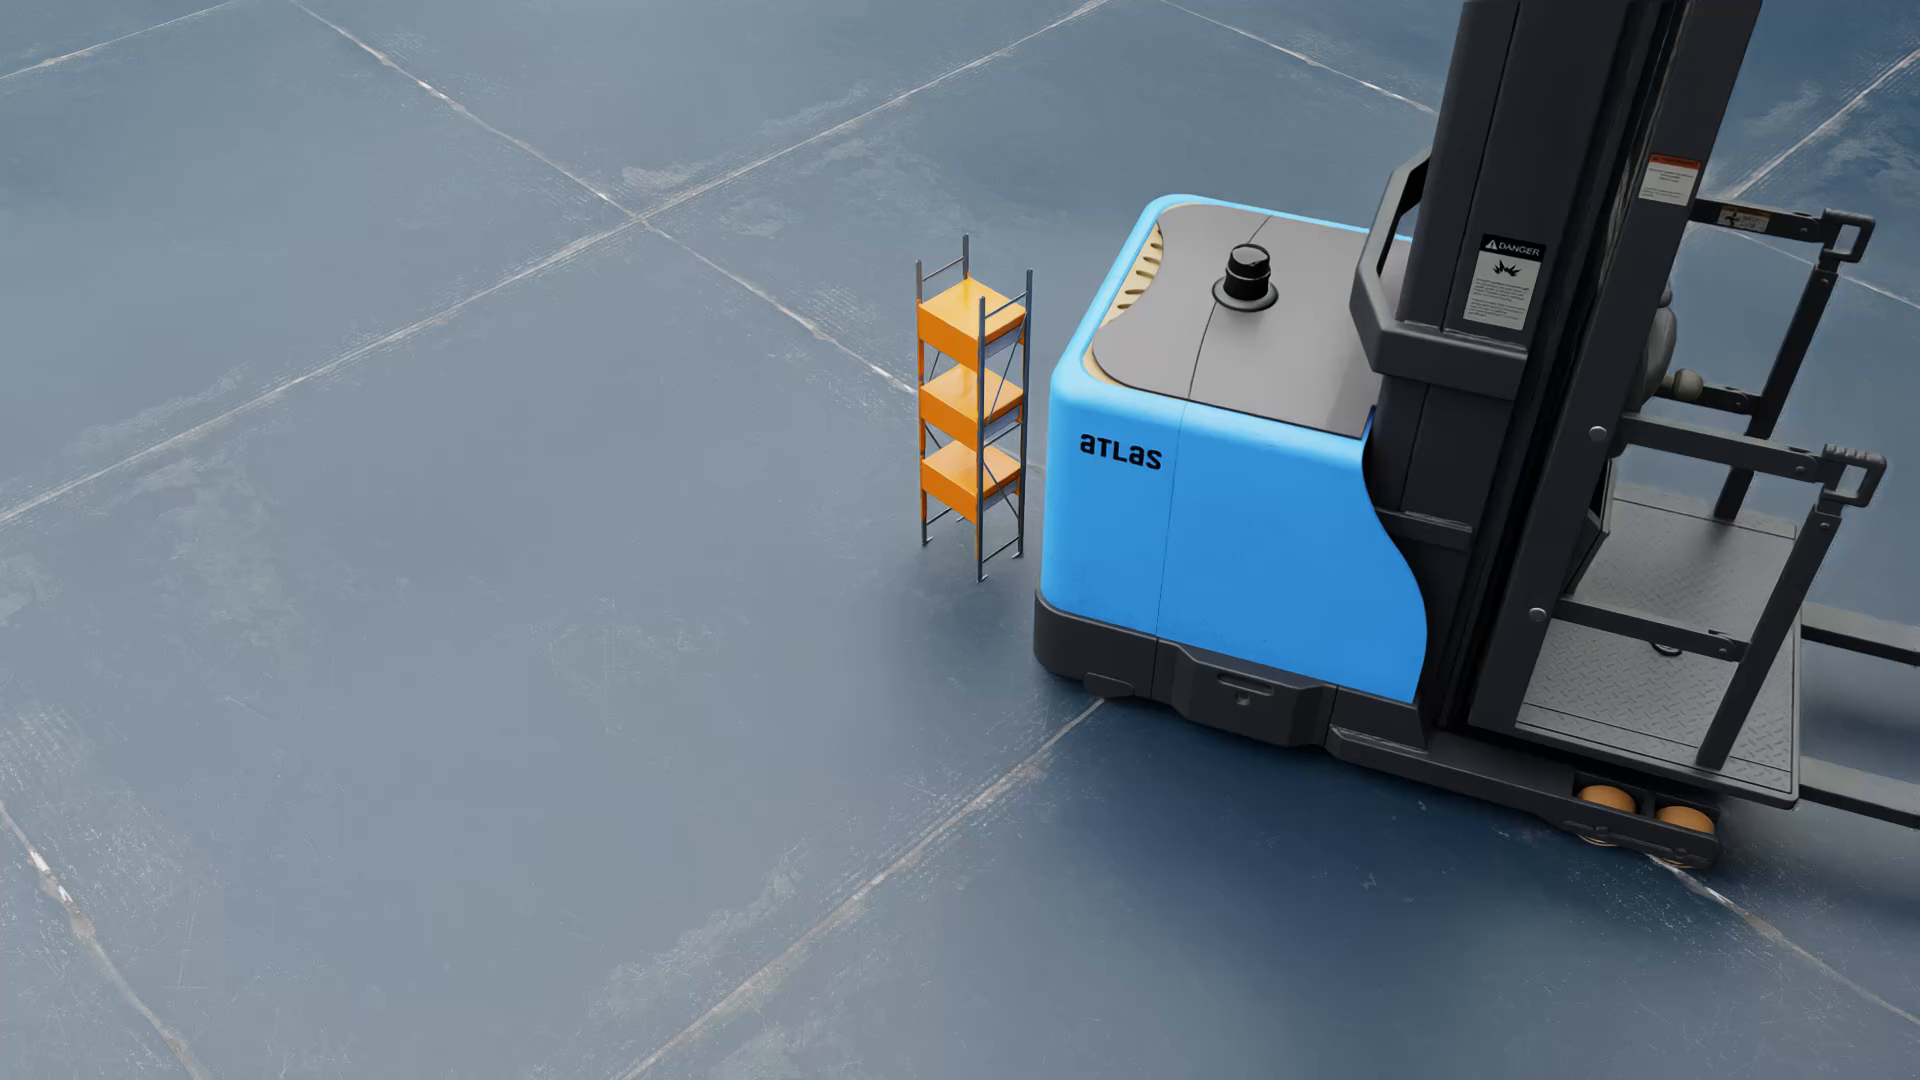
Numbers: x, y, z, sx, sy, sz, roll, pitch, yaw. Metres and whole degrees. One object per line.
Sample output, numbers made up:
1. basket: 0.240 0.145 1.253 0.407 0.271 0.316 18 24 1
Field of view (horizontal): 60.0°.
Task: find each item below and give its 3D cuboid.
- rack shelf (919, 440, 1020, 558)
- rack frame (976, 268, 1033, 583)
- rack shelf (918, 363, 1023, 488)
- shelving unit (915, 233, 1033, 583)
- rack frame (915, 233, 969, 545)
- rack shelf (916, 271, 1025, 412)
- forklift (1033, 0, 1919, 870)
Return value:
1. rack shelf: 0.038 -0.148 5.062 0.215 0.259 0.240 -34 53 -31
2. rack frame: 0.124 -0.301 4.802 0.200 1.050 0.008 -34 53 -31
3. rack shelf: 0.038 -0.352 4.873 0.215 0.259 0.240 -34 53 -31
4. shelving unit: 0.038 -0.360 4.866 0.215 1.050 0.252 -34 53 -31
5. rack frame: -0.048 -0.418 4.929 0.200 1.050 0.008 -34 53 -31
6. rack shelf: 0.038 -0.561 4.680 0.215 0.259 0.240 -34 53 -31
7. forklift: 1.782 -0.635 3.777 3.031 2.935 1.130 14 45 15
